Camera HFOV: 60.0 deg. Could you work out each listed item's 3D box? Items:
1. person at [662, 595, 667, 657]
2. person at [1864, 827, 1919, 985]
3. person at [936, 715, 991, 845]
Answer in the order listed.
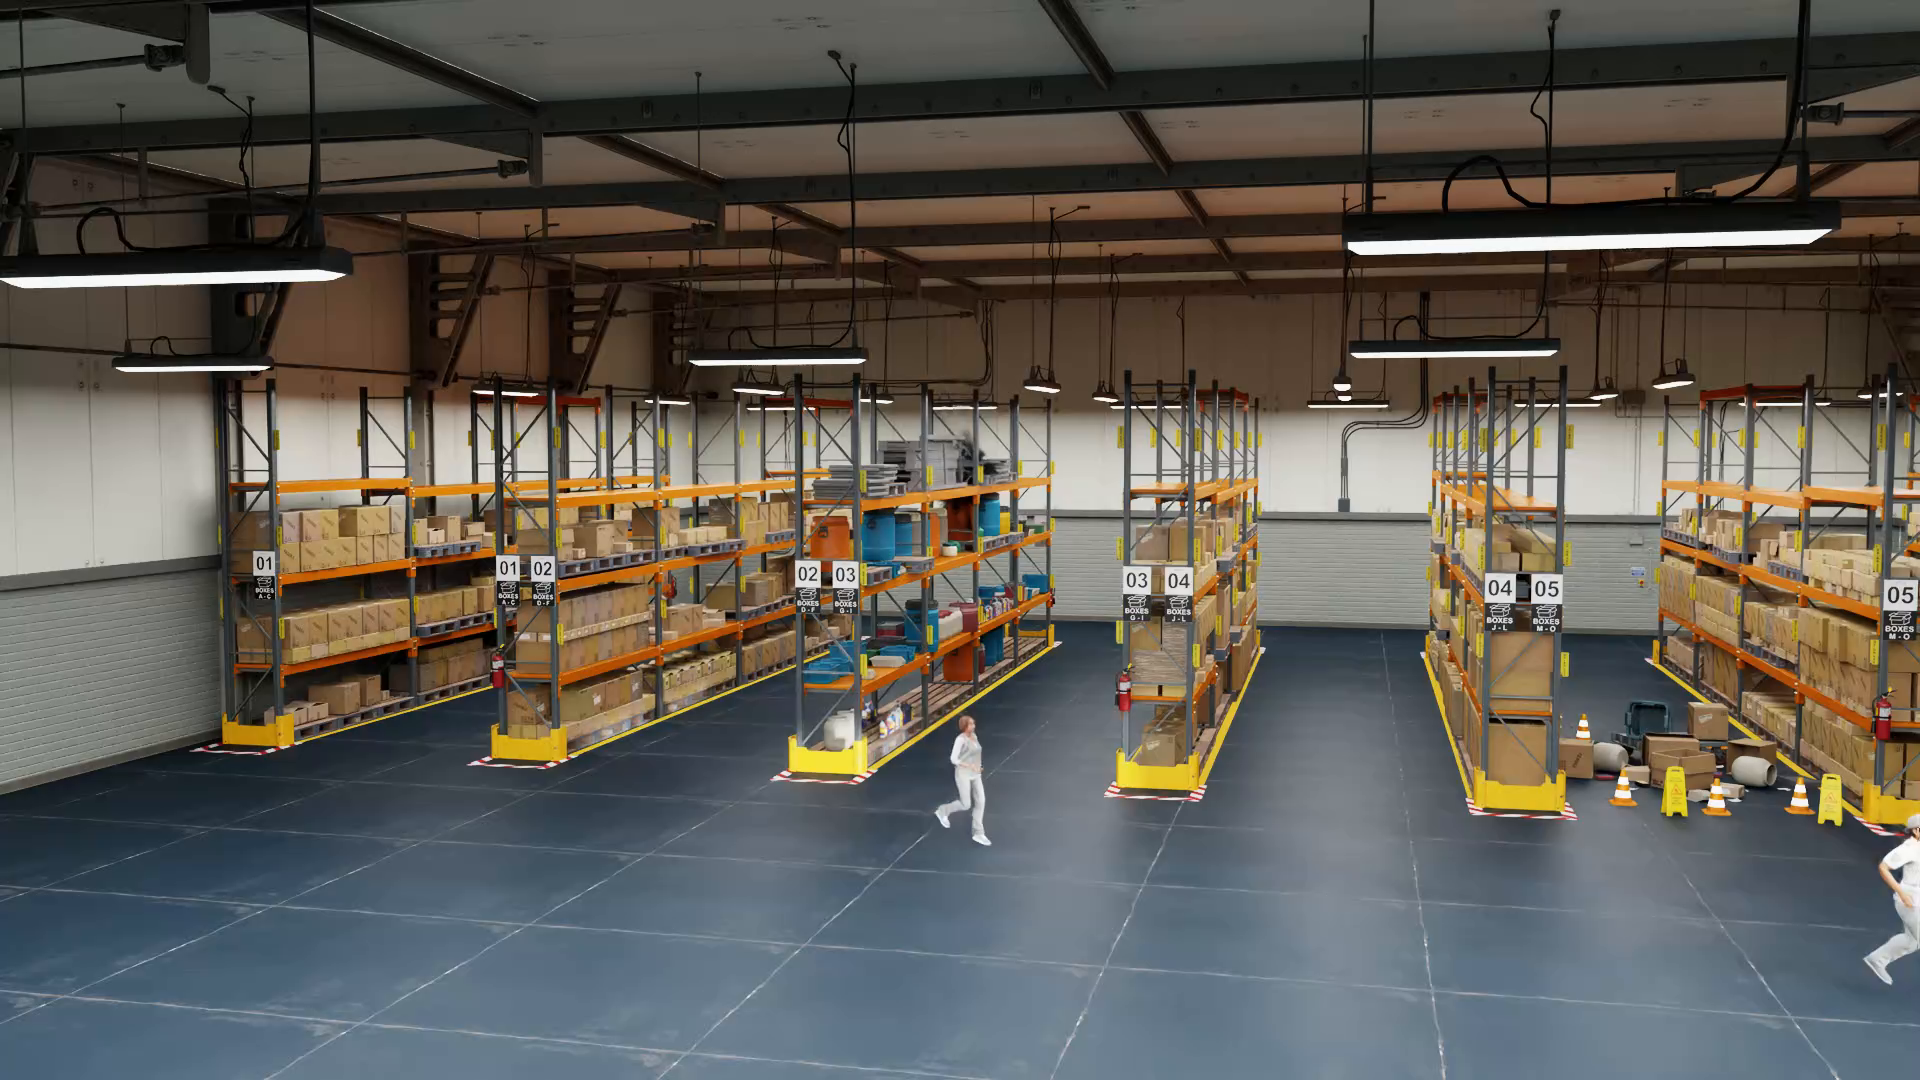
[{"bbox_3d":[-6.264,2.028,34.902,0.608,1.816,0.636,1,4,13],"label":"person"},{"bbox_3d":[8.537,3.271,14.817,0.603,1.643,0.939,-3,5,-41],"label":"person"},{"bbox_3d":[0.060,2.973,20.768,0.812,1.596,0.506,3,4,38],"label":"person"}]
